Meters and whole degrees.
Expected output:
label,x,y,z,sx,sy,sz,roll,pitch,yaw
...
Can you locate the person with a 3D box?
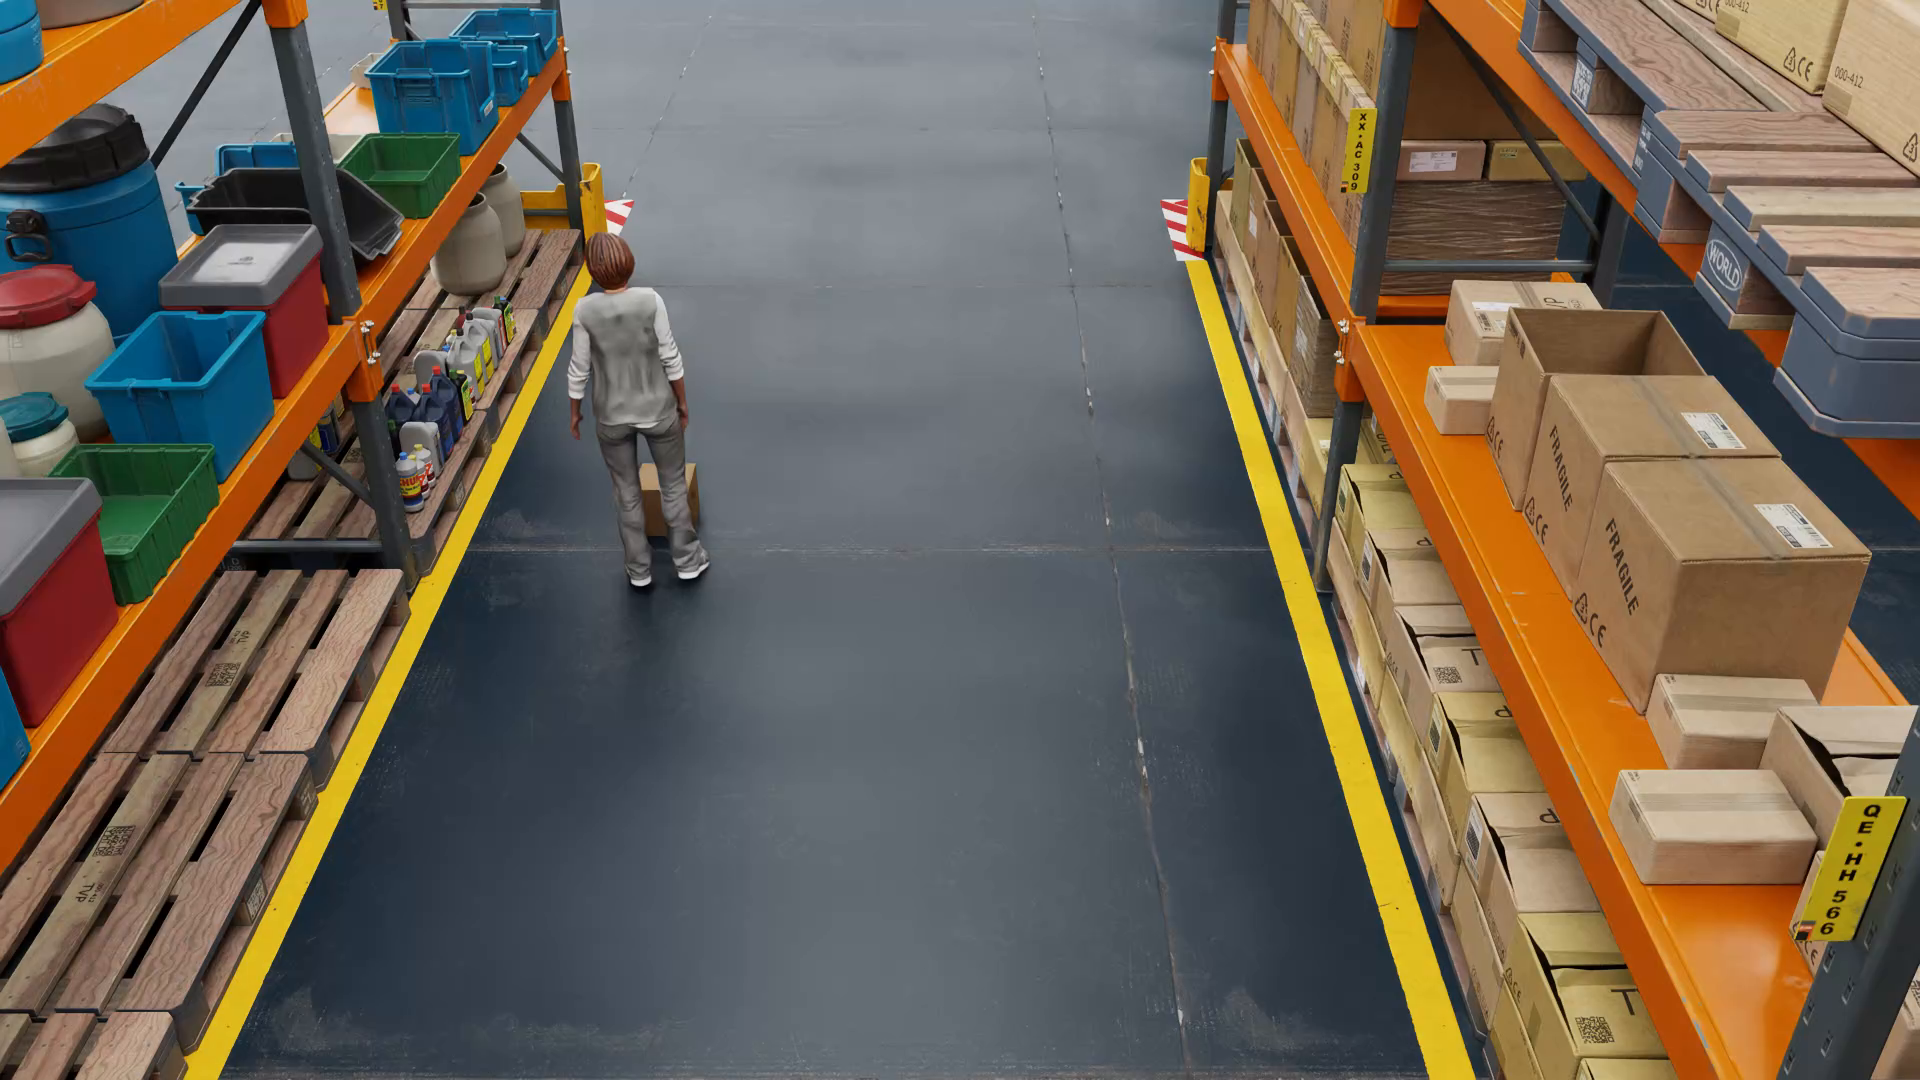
label,x,y,z,sx,sy,sz,roll,pitch,yaw
person,-1.370,-0.515,6.949,0.519,1.611,0.318,-5,32,-7
